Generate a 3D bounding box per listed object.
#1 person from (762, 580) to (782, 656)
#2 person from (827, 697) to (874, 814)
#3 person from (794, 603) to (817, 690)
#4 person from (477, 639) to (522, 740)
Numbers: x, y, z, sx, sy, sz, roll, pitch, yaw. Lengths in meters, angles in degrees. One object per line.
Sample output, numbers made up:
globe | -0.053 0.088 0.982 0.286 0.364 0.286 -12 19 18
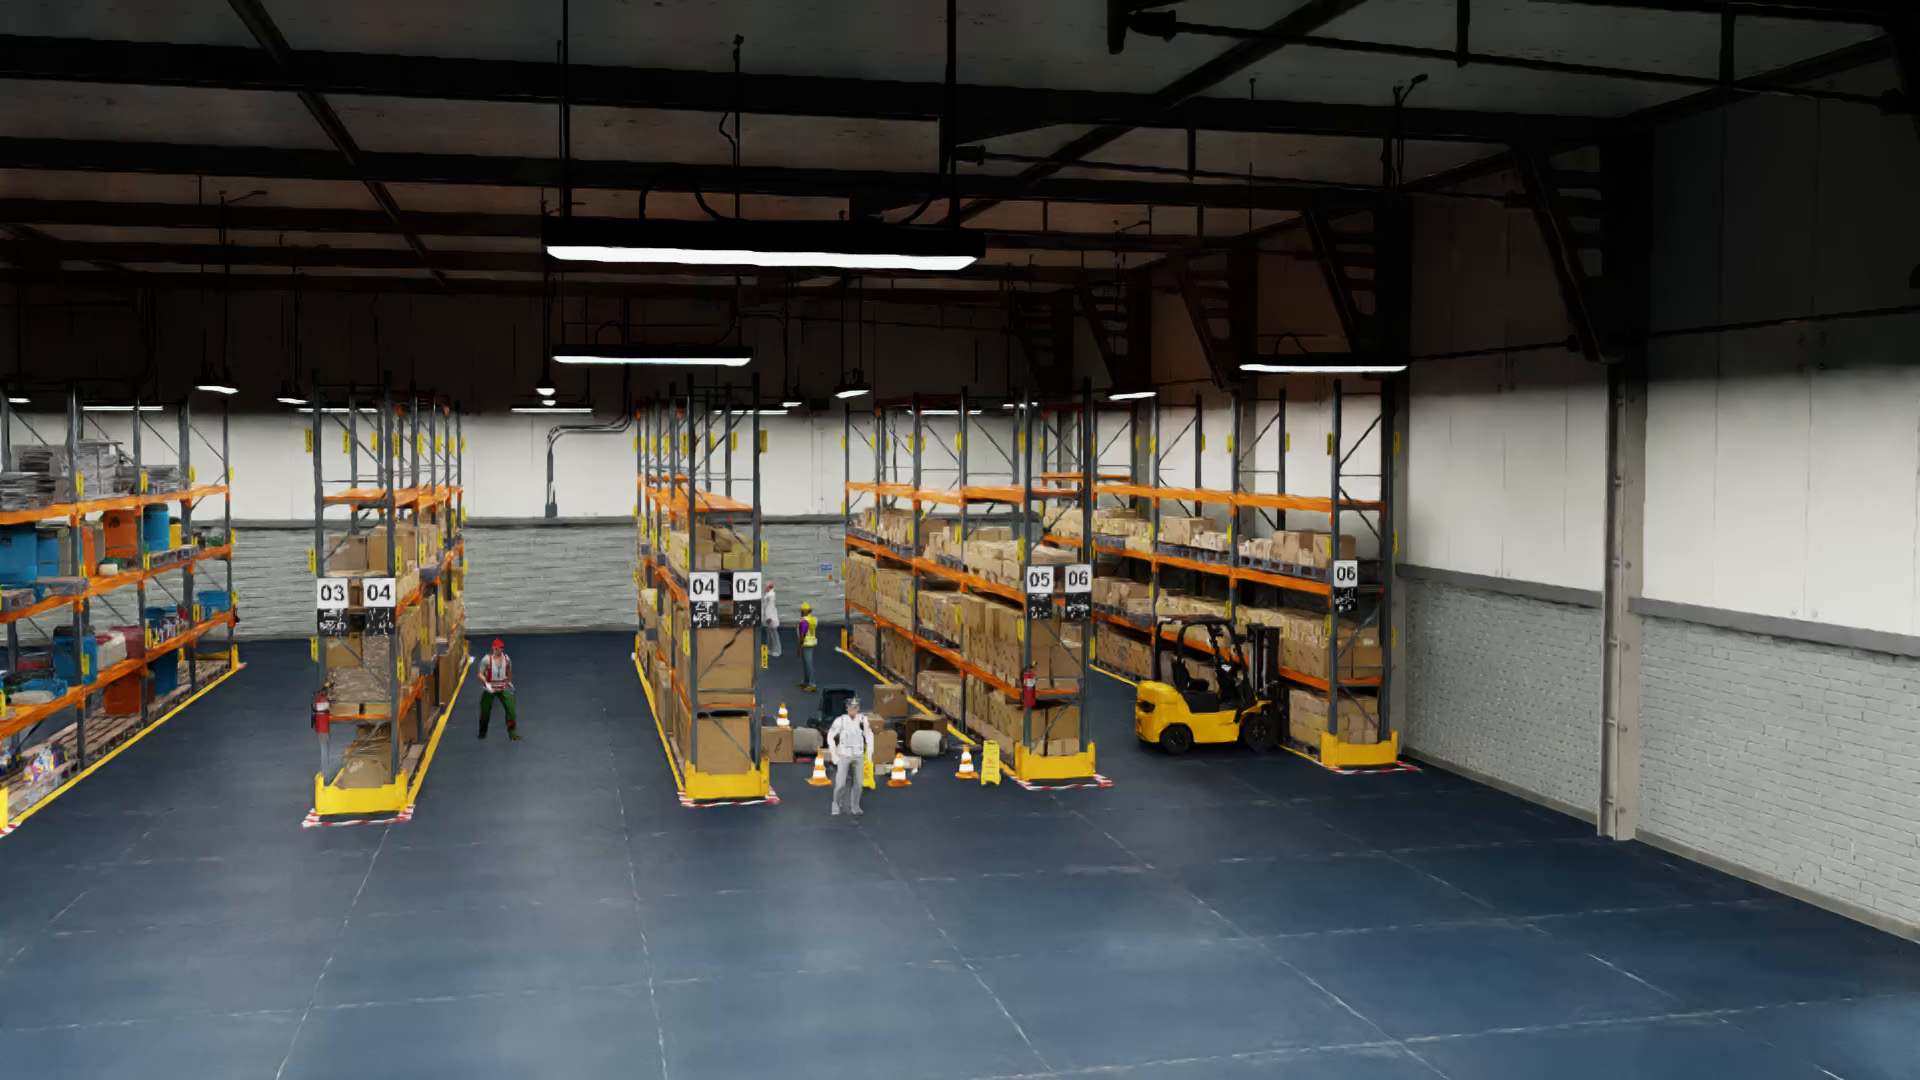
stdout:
person | -4.465 1.862 39.238 0.527 1.727 0.640 -1 3 -9
person | -1.477 2.899 22.412 0.639 1.632 0.506 -1 3 -16
person | -3.149 2.151 33.865 0.571 1.764 0.669 1 3 13
person | -7.832 2.511 28.086 0.676 1.719 0.842 -2 4 -30
